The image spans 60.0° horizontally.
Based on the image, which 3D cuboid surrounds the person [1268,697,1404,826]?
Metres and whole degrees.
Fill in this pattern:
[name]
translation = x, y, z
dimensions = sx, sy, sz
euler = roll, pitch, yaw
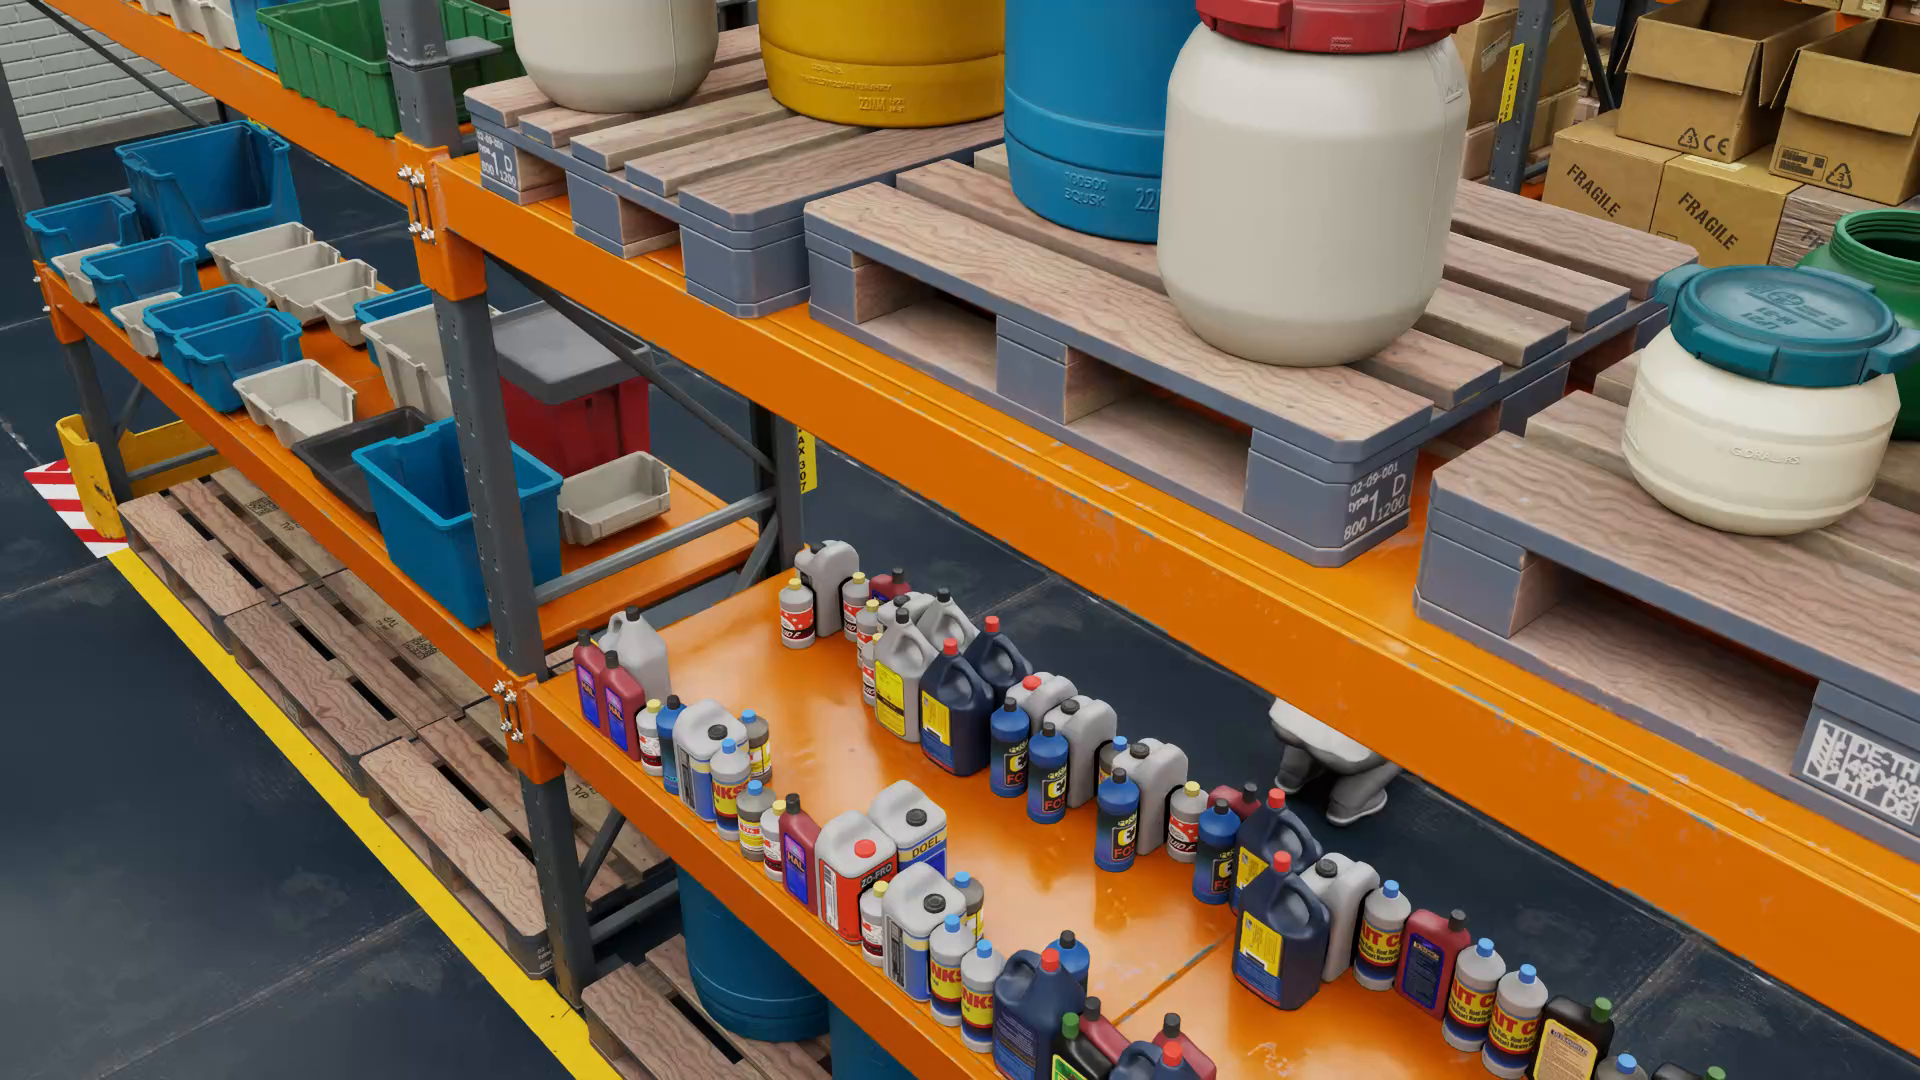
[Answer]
[person]
translation = 1.494, 0.578, 6.112
dimensions = 0.893, 0.838, 0.478
euler = -26, 41, -35
